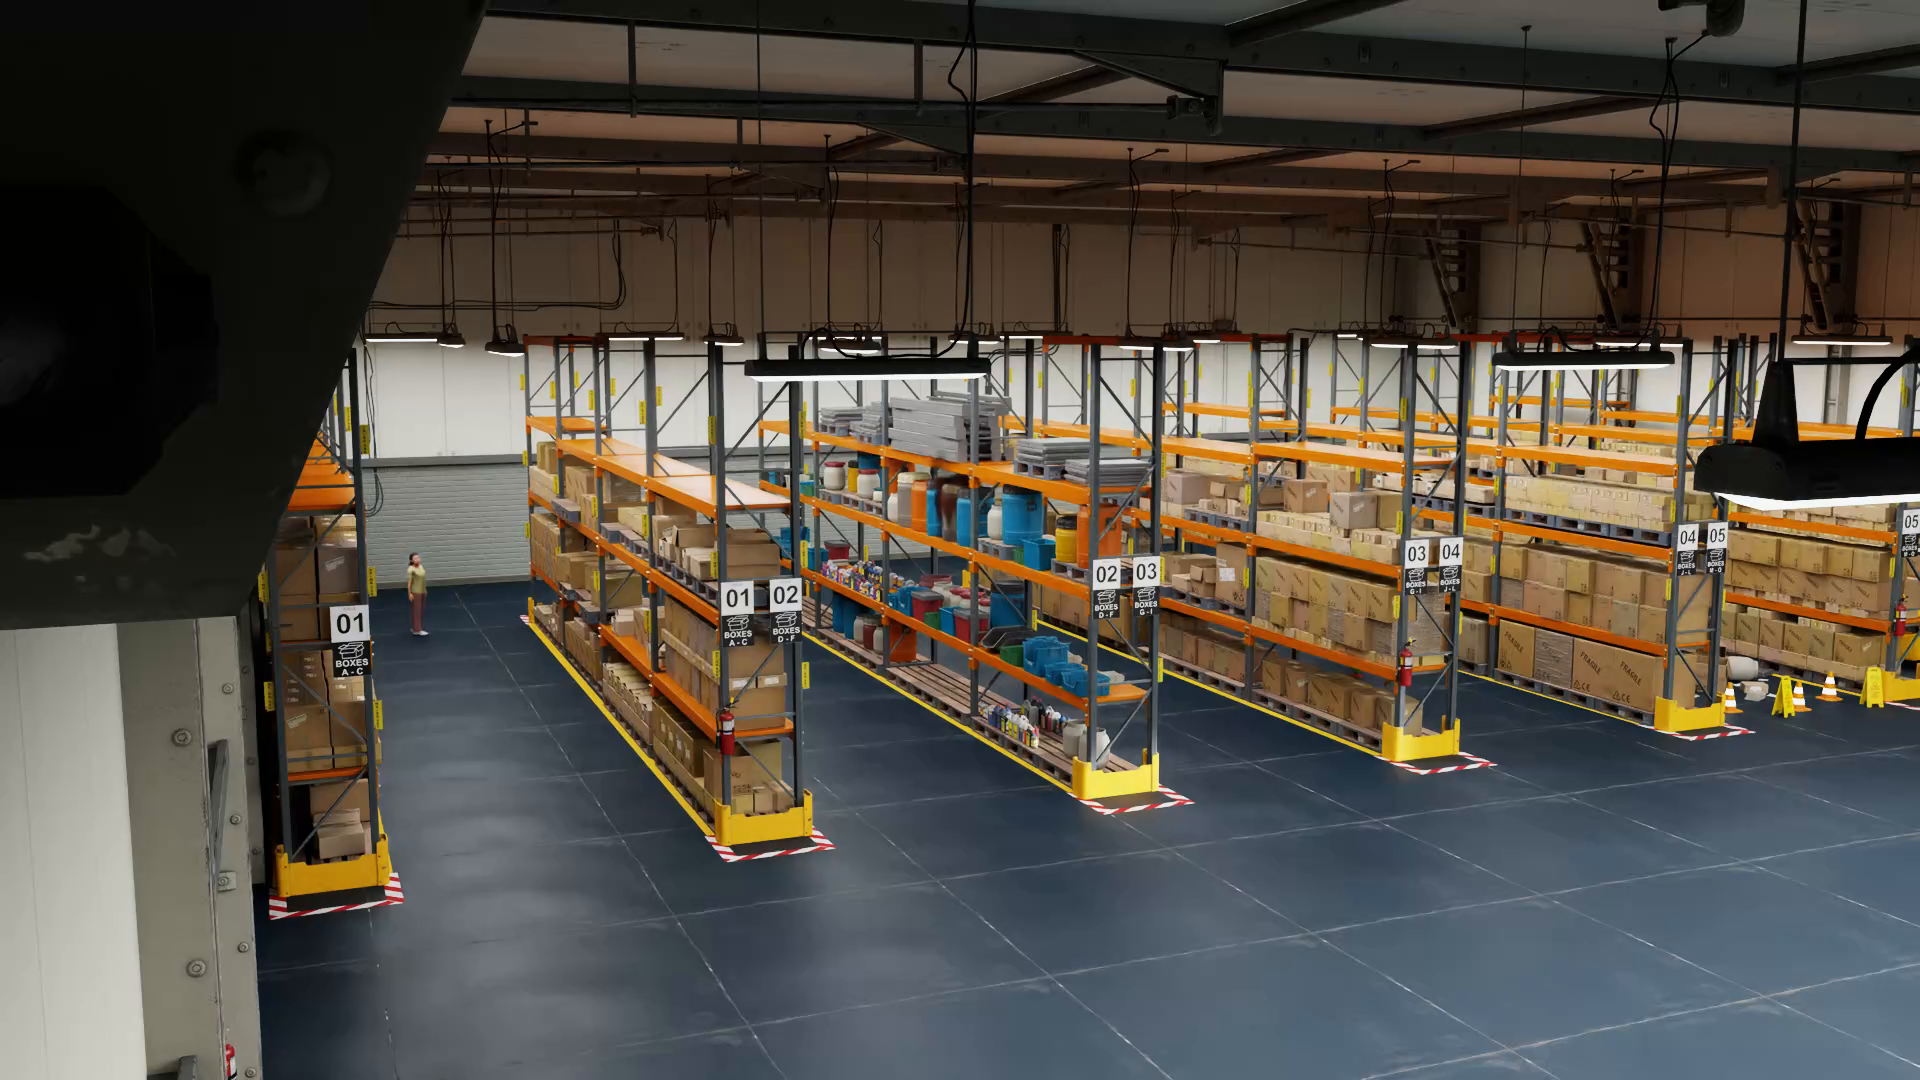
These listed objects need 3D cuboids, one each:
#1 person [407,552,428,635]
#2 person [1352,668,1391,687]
[{"bbox_3d":[-10.867,1.081,33.332,0.396,1.699,0.485,0,8,-2],"label":"person"},{"bbox_3d":[6.961,1.774,28.182,0.861,1.666,0.568,1,8,5],"label":"person"}]
